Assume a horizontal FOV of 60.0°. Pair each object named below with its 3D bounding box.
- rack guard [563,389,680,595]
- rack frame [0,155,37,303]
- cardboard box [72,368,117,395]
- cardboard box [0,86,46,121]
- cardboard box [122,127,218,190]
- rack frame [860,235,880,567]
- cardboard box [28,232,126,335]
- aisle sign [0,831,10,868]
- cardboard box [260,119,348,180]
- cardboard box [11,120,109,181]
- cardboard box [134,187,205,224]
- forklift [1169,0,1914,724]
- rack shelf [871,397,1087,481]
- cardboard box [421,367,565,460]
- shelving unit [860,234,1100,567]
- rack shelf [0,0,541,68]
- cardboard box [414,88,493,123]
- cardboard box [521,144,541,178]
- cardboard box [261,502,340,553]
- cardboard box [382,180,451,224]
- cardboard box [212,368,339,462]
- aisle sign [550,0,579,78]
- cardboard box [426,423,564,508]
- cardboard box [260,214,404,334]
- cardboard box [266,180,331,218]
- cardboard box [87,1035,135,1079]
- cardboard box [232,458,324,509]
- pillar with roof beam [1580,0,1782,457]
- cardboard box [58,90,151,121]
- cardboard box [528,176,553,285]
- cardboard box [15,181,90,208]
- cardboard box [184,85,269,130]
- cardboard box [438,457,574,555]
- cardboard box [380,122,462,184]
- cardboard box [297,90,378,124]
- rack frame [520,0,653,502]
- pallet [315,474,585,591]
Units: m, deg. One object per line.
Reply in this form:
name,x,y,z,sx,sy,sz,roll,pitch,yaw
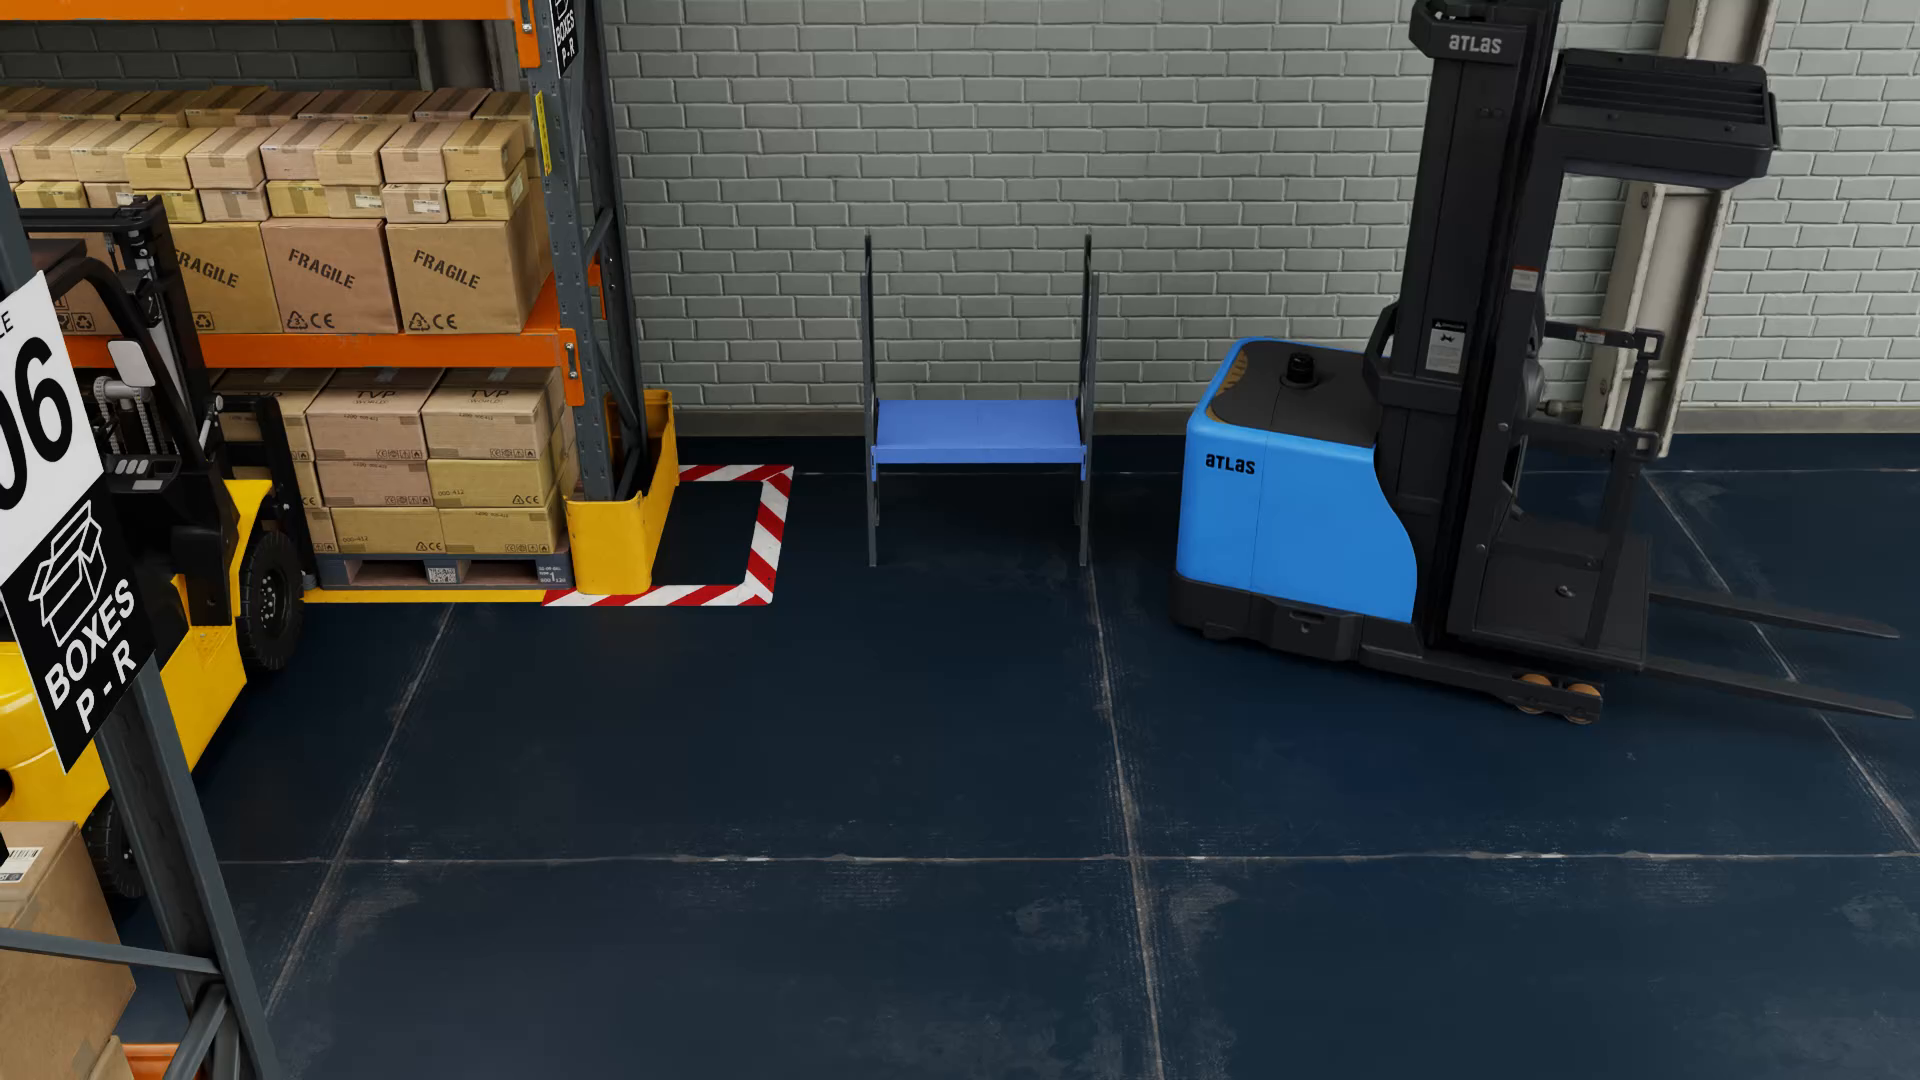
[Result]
rack guard,-1.647,-0.258,8.194,0.348,0.500,1.175,0,31,0
rack frame,-1.637,-1.317,1.745,0.127,3.000,1.000,0,31,0
cardboard box,-4.176,-0.588,7.610,0.500,0.250,0.500,1,31,1
cardboard box,-4.328,-1.930,7.531,0.250,0.149,0.380,-1,31,-1
cardboard box,-3.303,-1.608,7.000,0.250,0.149,0.380,0,31,1
rack frame,-0.423,-0.640,7.859,0.032,1.500,0.500,0,31,0
cardboard box,-3.695,-1.226,7.283,0.500,0.500,0.500,0,31,0
aisle sign,-1.573,0.287,2.380,0.004,0.787,0.394,0,31,0
cardboard box,-2.785,-1.670,7.102,0.250,0.149,0.380,0,31,0
cardboard box,-3.813,-1.664,7.092,0.250,0.149,0.380,0,31,0
cardboard box,-3.298,-1.484,7.082,0.250,0.149,0.380,0,31,0
forklift,2.522,-0.795,6.734,3.031,2.935,1.130,11,33,18
rack shelf,0.085,-0.488,7.955,1.000,0.185,0.538,0,31,0
cardboard box,-2.129,-0.595,7.621,0.500,0.250,0.500,1,31,1
shelving unit,0.085,-0.641,7.861,1.048,1.500,0.538,0,31,0
rack shelf,-3.671,-2.295,6.943,4.000,0.370,1.077,0,31,0
cardboard box,-2.274,-1.916,7.507,0.250,0.149,0.380,1,31,1
cardboard box,-2.012,-1.780,7.571,0.250,0.149,0.380,-1,31,-2
cardboard box,-3.136,-0.172,7.888,0.500,0.250,0.500,0,31,0
cardboard box,-2.271,-1.484,7.083,0.250,0.149,0.380,0,31,0
cardboard box,-3.145,-0.584,7.602,0.500,0.250,0.500,0,31,0
aisle sign,-1.603,-2.286,6.620,0.004,0.787,0.394,0,31,0
cardboard box,-2.156,-0.381,7.750,0.500,0.250,0.500,-1,31,-1
cardboard box,-2.680,-1.235,7.298,0.500,0.500,0.500,1,31,1
cardboard box,-2.779,-1.520,7.142,0.250,0.149,0.380,0,31,-1
cardboard box,-1.978,1.249,3.542,0.250,0.149,0.380,0,31,0
cardboard box,-3.173,-0.372,7.736,0.500,0.250,0.500,-1,31,-1
pillar with roof beam,3.653,-2.143,3.106,0.400,9.000,9.100,0,31,0
cardboard box,-3.819,-1.891,7.467,0.250,0.149,0.380,1,31,1
cardboard box,-2.168,-1.512,7.754,0.500,0.500,0.500,1,31,1
cardboard box,-3.804,-1.493,7.098,0.250,0.149,0.380,-1,31,-1
cardboard box,-3.308,-1.936,7.540,0.250,0.149,0.380,-1,31,-1
cardboard box,-2.139,-0.166,7.877,0.500,0.250,0.500,0,31,0
cardboard box,-2.274,-1.647,7.064,0.250,0.149,0.380,0,31,0
cardboard box,-2.781,-1.899,7.480,0.250,0.149,0.380,0,31,0
rack frame,-1.671,-1.327,7.545,0.127,3.000,1.000,0,31,0
pallet,-2.435,-0.111,8.229,1.213,0.211,1.003,0,31,0
